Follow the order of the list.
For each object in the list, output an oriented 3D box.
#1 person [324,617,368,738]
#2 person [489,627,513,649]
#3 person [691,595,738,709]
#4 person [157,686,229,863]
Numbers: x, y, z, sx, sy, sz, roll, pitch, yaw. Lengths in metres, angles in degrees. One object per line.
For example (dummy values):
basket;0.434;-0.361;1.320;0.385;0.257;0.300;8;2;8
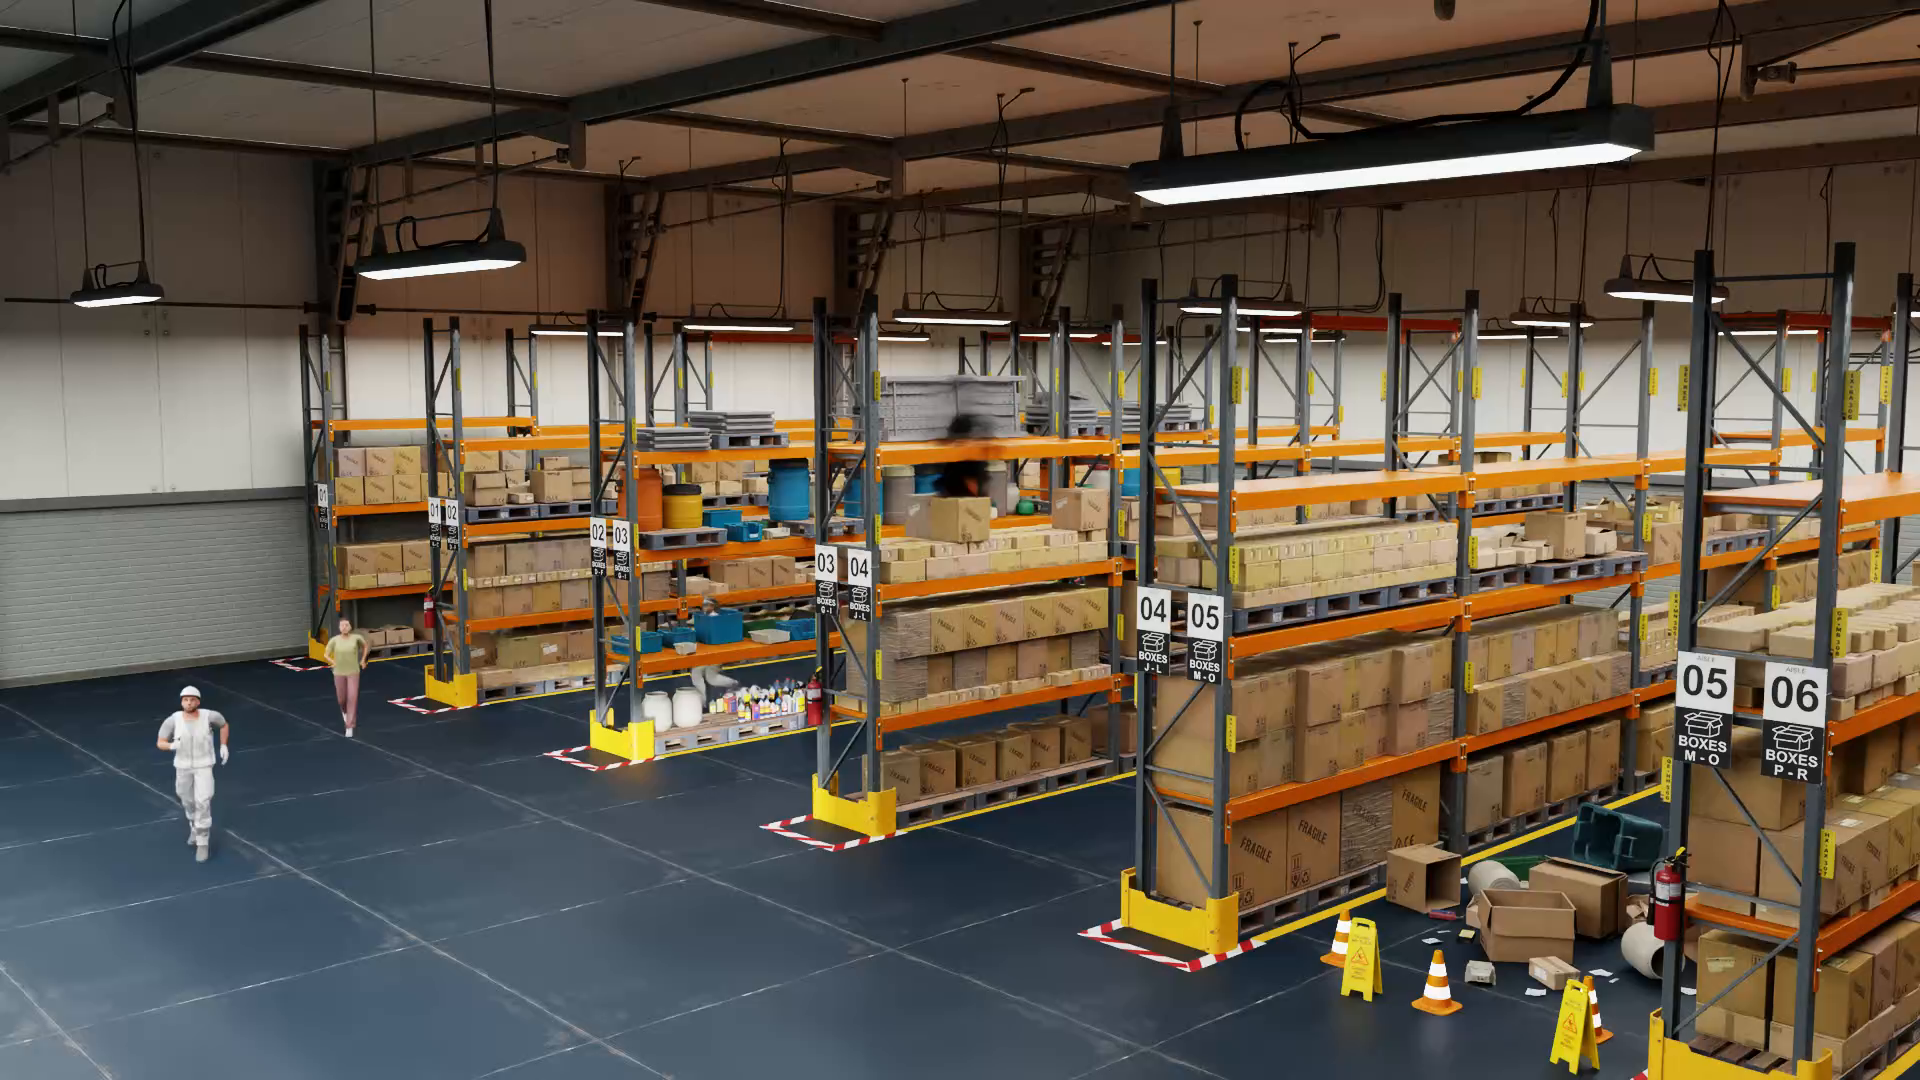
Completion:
person;-8.786;1.929;23.826;0.594;1.669;0.937;-2;6;-19
person;-7.958;1.432;28.842;0.615;1.658;0.541;4;7;34
person;-3.833;1.725;25.569;0.663;1.779;0.861;5;8;41
person;-8.210;2.465;17.817;0.661;1.846;0.836;-2;6;-15
